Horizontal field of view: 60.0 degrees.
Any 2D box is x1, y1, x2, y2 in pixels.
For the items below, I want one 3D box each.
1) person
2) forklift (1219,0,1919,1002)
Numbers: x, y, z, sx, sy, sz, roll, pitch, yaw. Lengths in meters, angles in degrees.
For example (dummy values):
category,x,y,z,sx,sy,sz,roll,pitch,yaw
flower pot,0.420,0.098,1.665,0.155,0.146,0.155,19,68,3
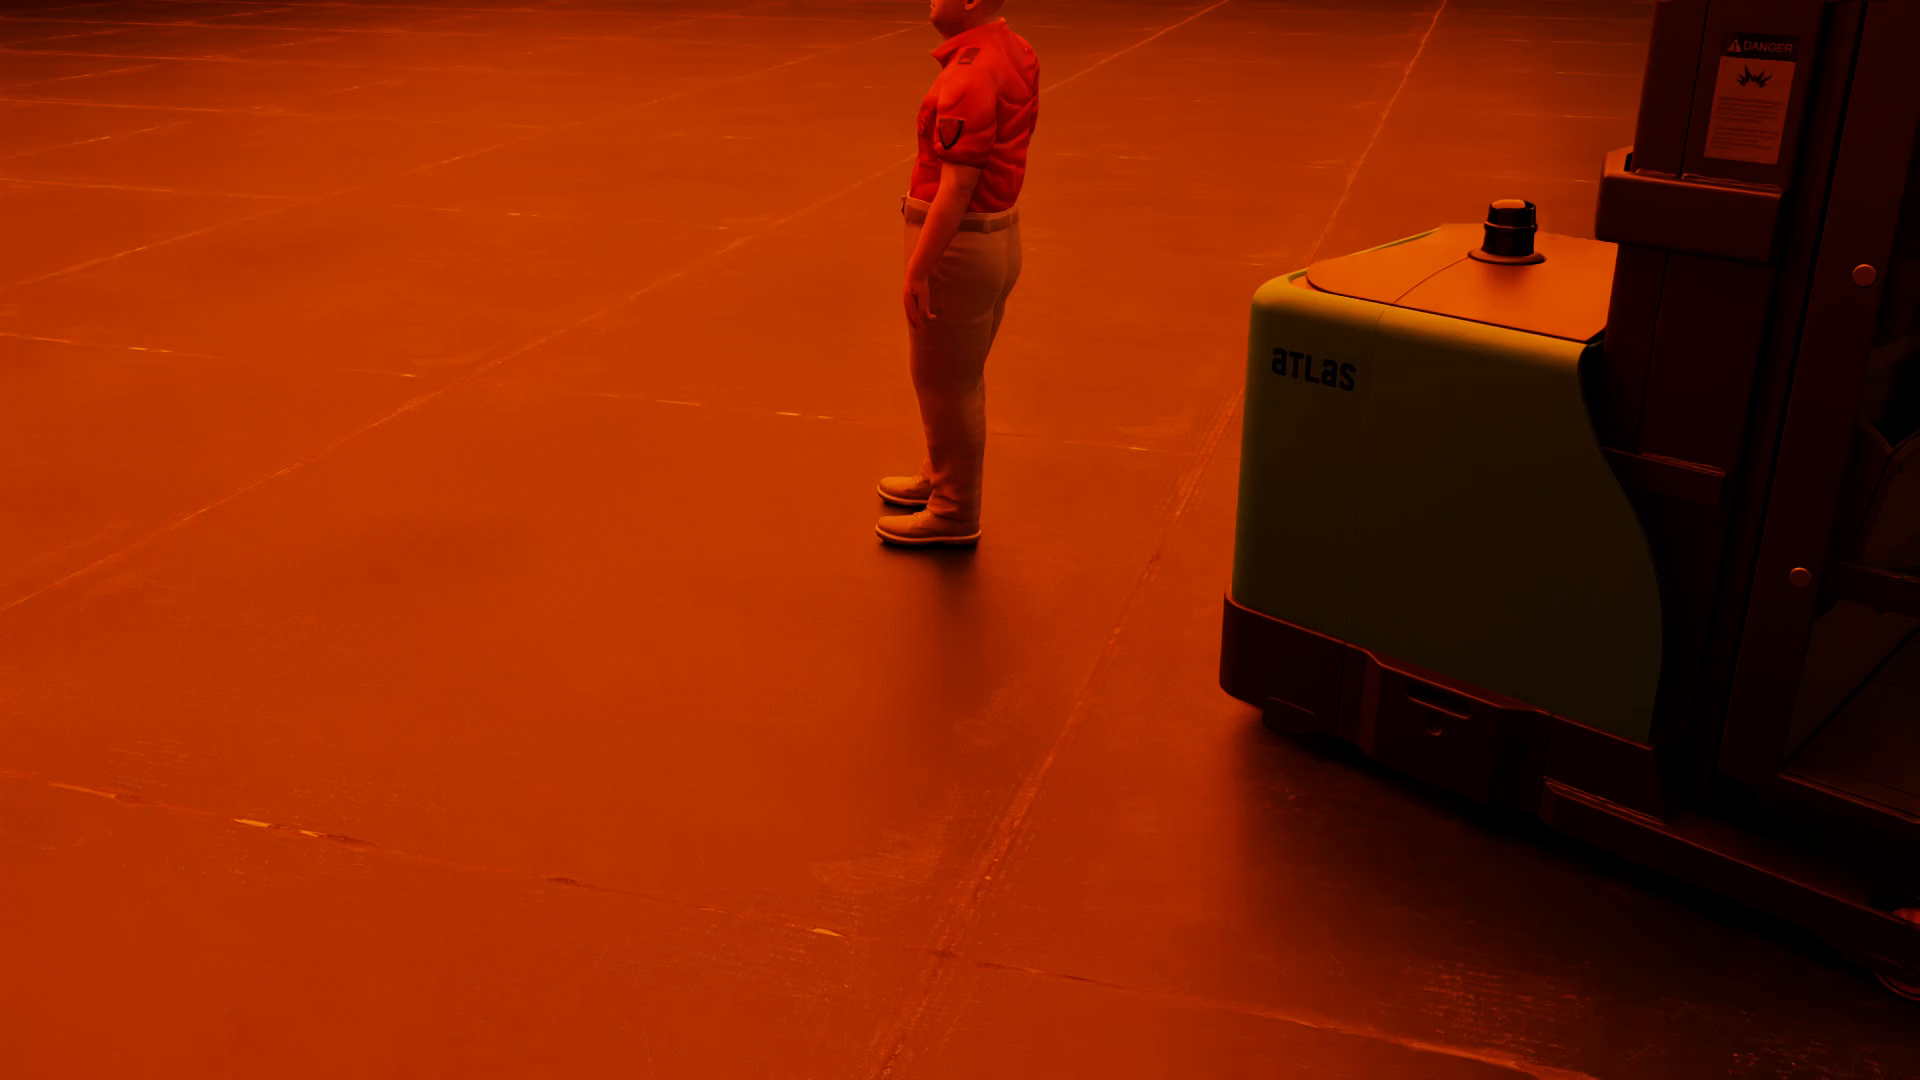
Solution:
category,x,y,z,sx,sy,sz,roll,pitch,yaw
person,-0.082,-0.821,4.822,0.550,1.727,0.641,7,23,16
forklift,2.051,-0.680,2.928,3.031,2.935,1.130,20,30,40
